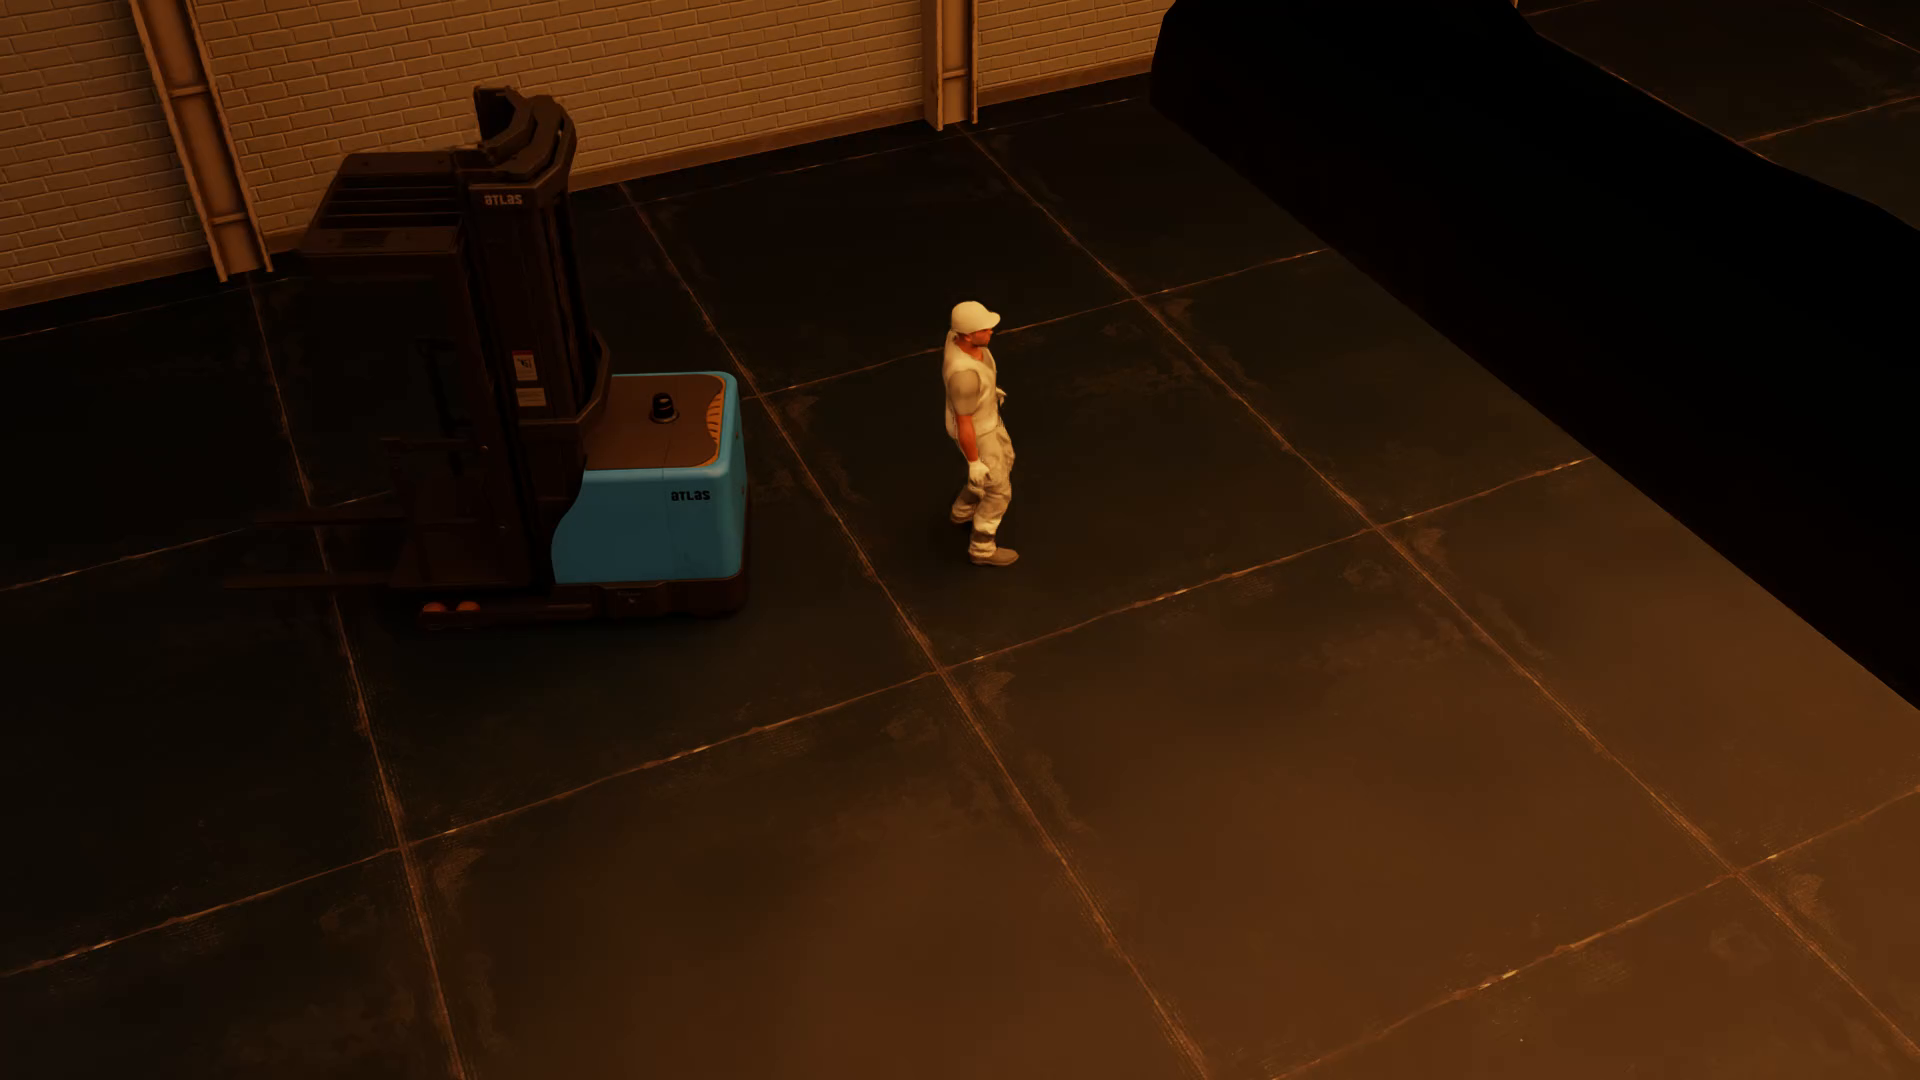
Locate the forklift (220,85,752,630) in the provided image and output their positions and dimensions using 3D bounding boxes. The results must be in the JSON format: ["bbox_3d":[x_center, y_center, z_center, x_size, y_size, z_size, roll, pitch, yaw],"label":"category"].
[{"bbox_3d":[-2.793,-0.948,9.153,3.031,2.935,1.130,-2,40,-2],"label":"forklift"}]

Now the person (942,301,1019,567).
[{"bbox_3d":[0.134,-0.657,9.754,0.470,1.729,0.782,2,40,2],"label":"person"}]
